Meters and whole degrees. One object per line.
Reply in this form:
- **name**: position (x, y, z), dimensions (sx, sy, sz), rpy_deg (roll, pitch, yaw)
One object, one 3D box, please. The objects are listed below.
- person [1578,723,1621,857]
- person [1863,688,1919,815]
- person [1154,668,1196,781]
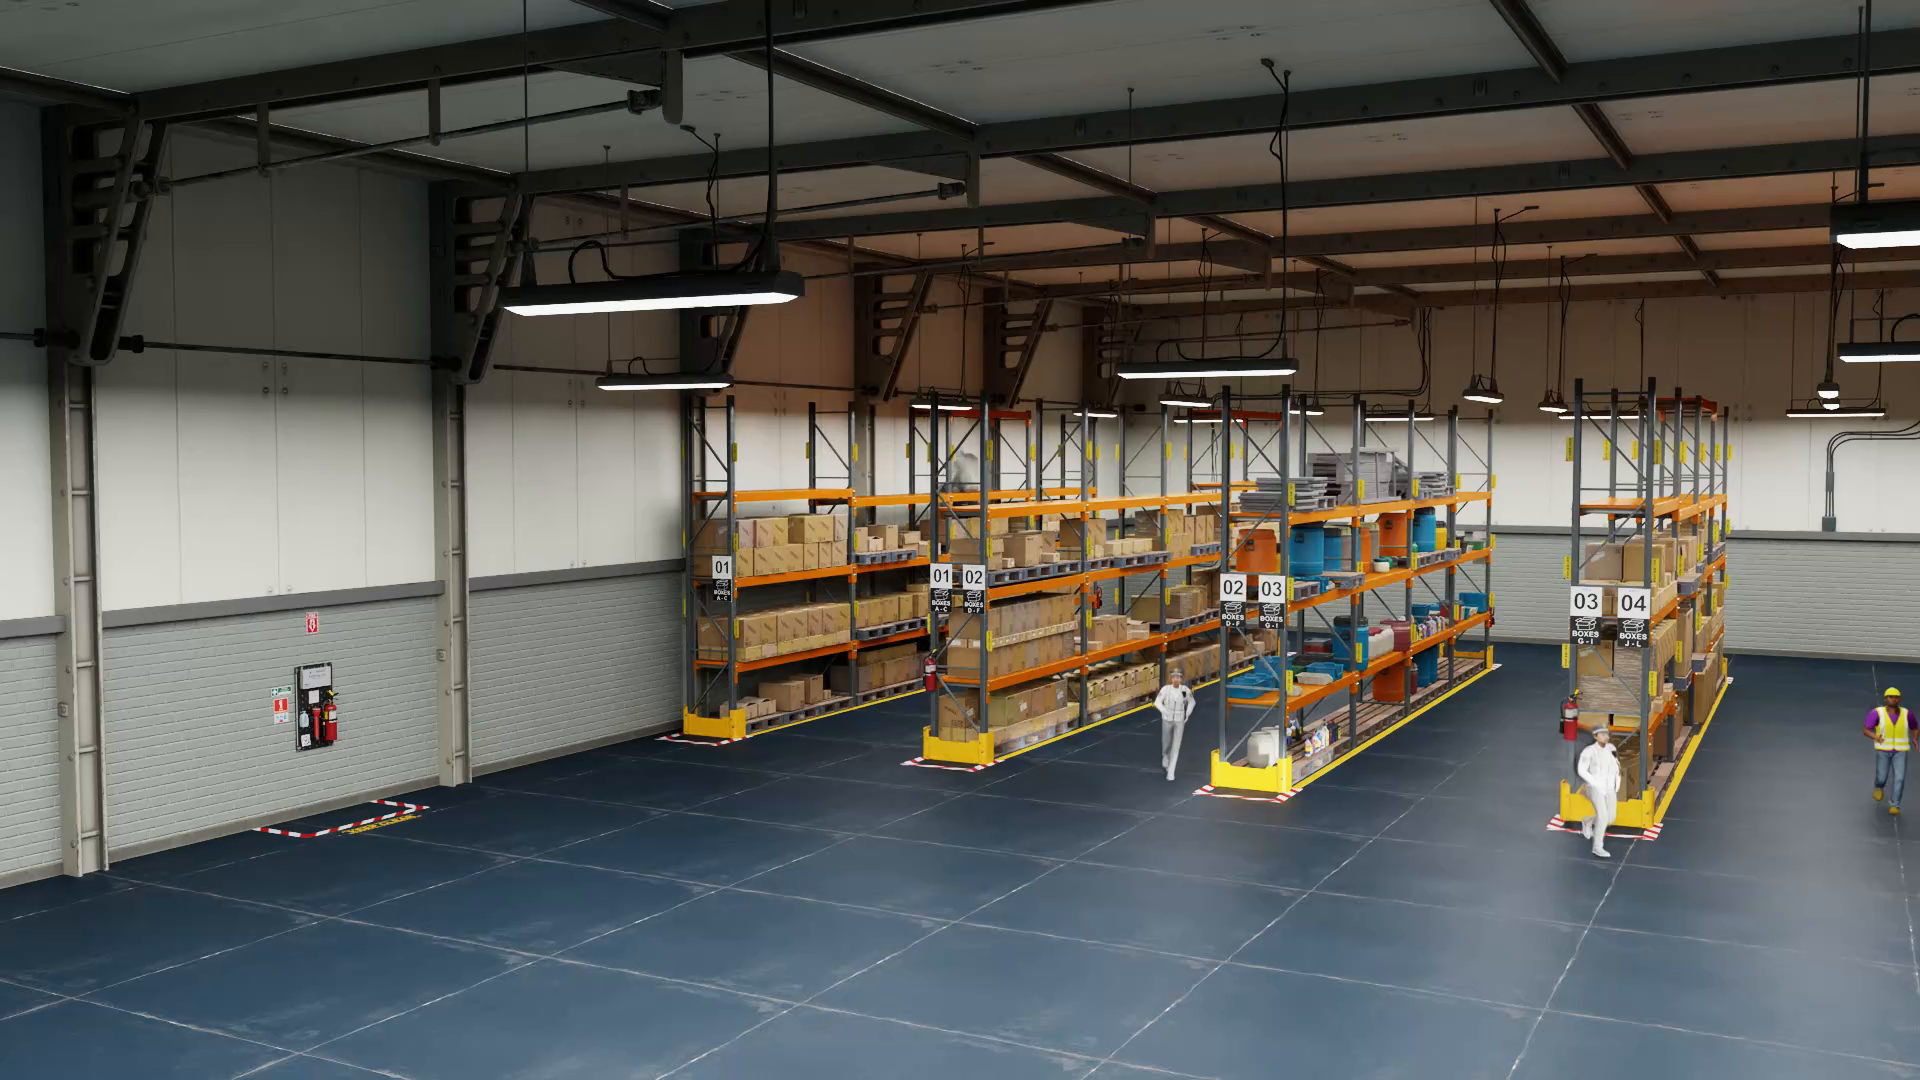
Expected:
- **person**: position (7.959, 3.083, 20.717), dimensions (0.629, 1.665, 0.609), rpy_deg (-1, 3, -15)
- **person**: position (12.971, 2.920, 23.145), dimensions (0.711, 1.730, 0.780), rpy_deg (1, 3, 21)
- **person**: position (3.324, 2.812, 25.744), dimensions (0.627, 1.700, 0.816), rpy_deg (1, 3, 10)
